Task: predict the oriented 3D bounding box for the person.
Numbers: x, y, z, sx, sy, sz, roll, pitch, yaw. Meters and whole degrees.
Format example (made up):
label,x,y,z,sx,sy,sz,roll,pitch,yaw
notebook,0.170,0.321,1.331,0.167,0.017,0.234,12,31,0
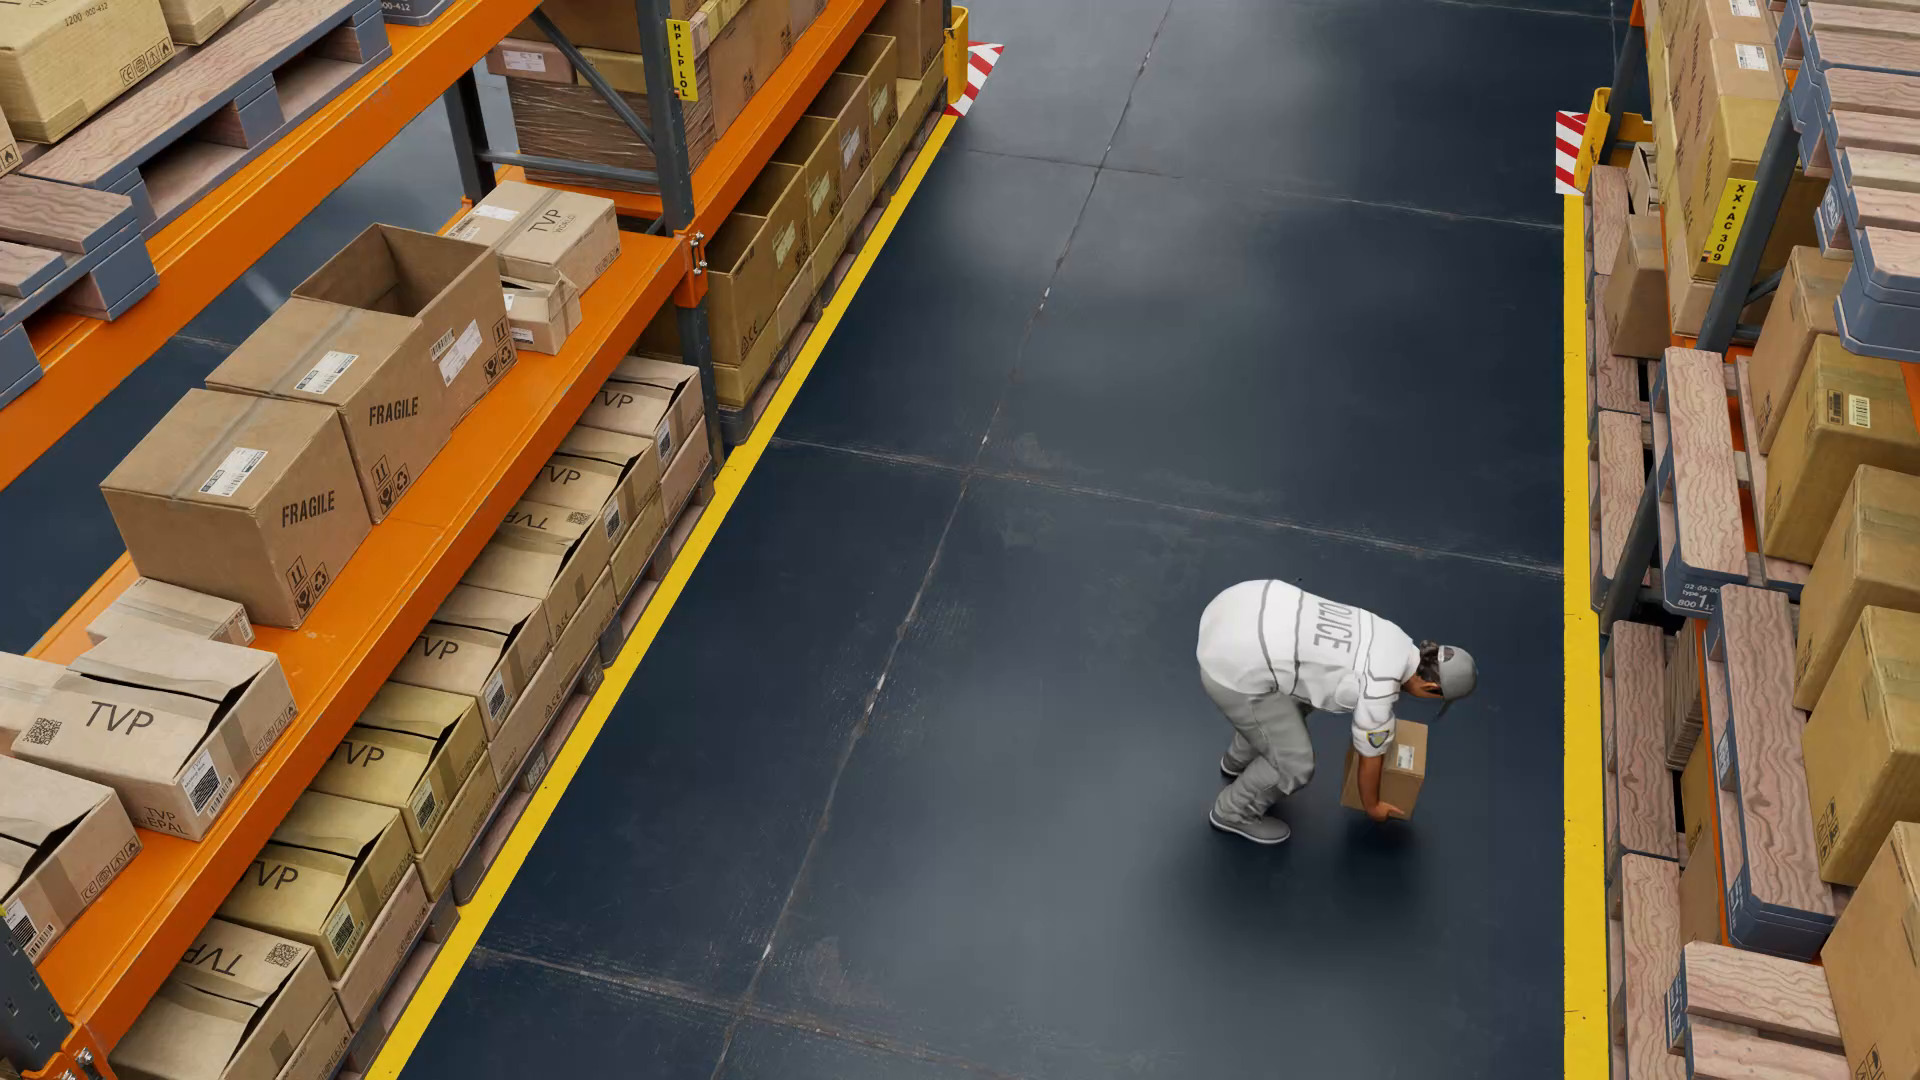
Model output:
label,x,y,z,sx,sy,sz,roll,pitch,yaw
person,1.294,0.632,5.925,0.951,1.025,0.492,8,42,9
